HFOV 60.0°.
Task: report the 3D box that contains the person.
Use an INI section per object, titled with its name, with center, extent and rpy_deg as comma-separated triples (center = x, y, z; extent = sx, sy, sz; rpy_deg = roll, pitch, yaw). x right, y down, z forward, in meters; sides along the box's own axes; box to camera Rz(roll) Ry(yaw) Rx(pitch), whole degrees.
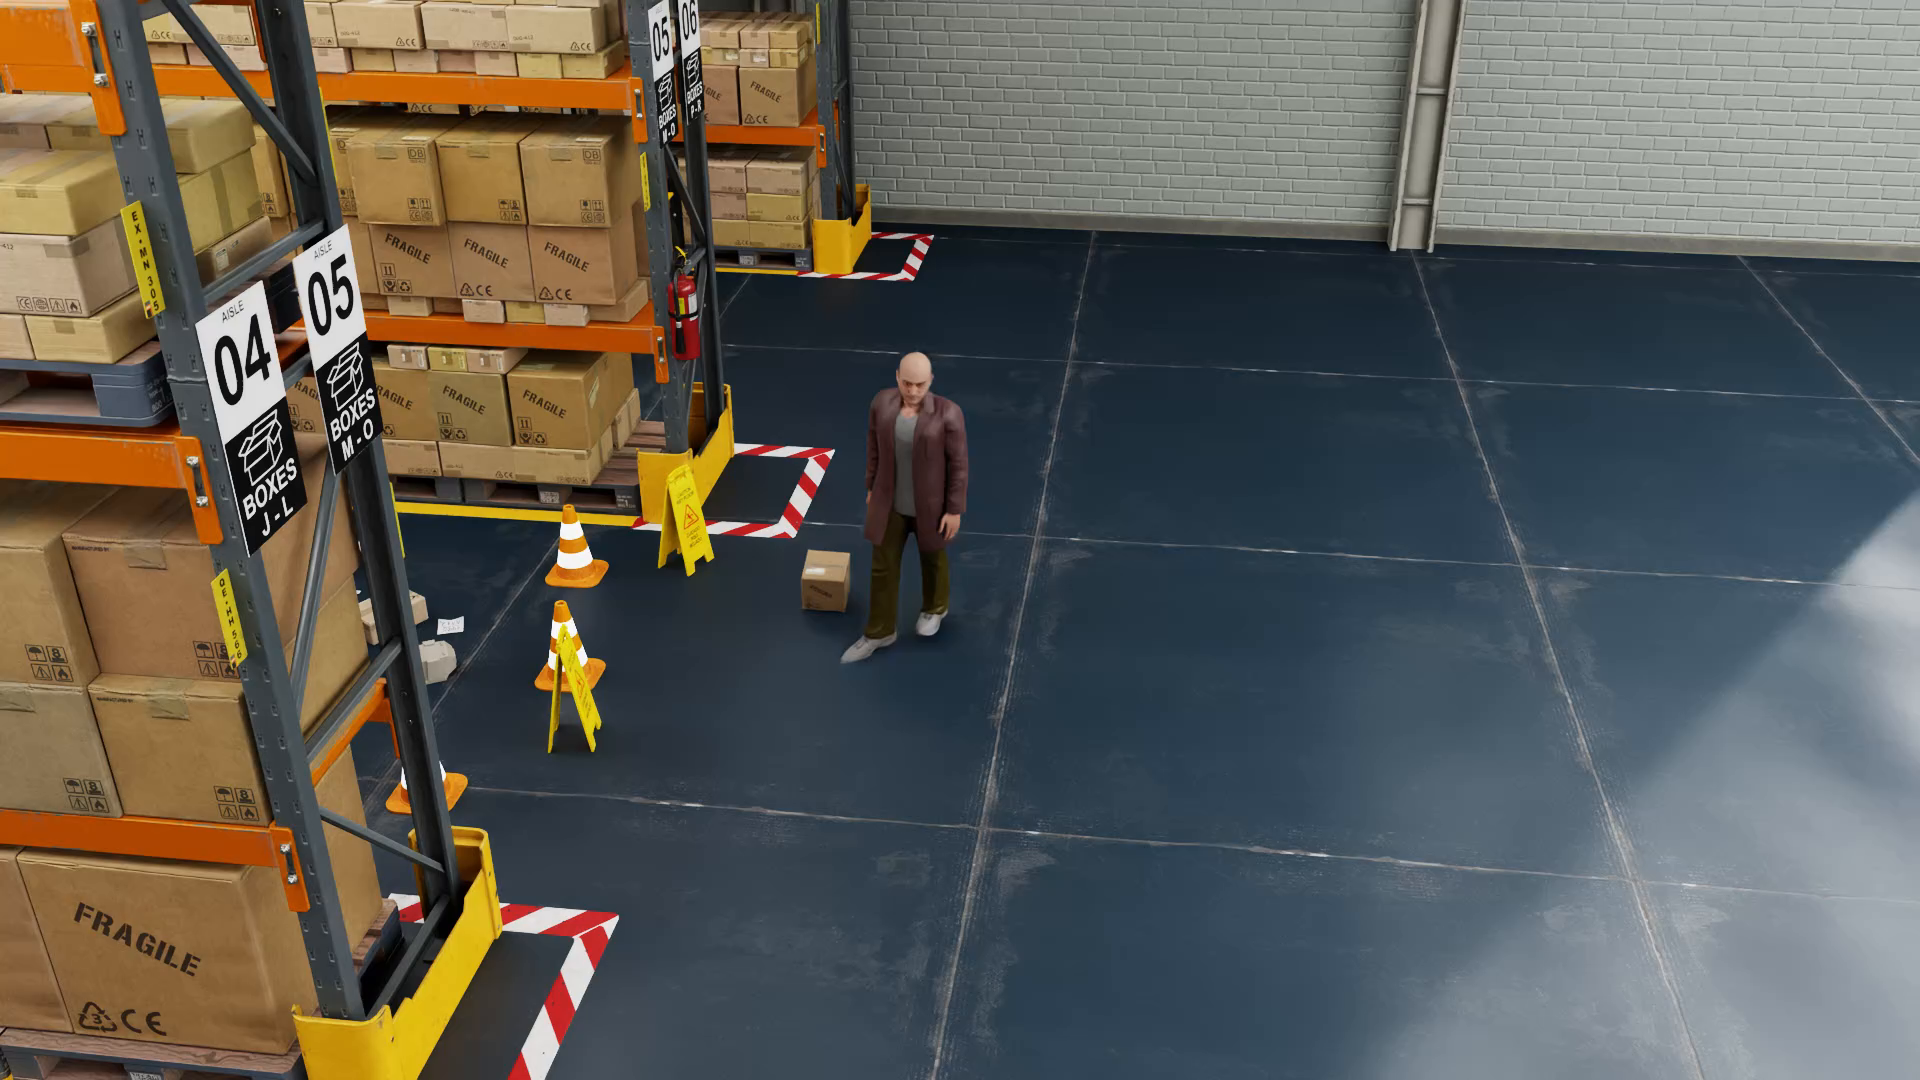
[person]
center = -0.263, -0.199, 9.038
extent = 0.672, 1.820, 0.676
rpy_deg = 8, 29, 15
